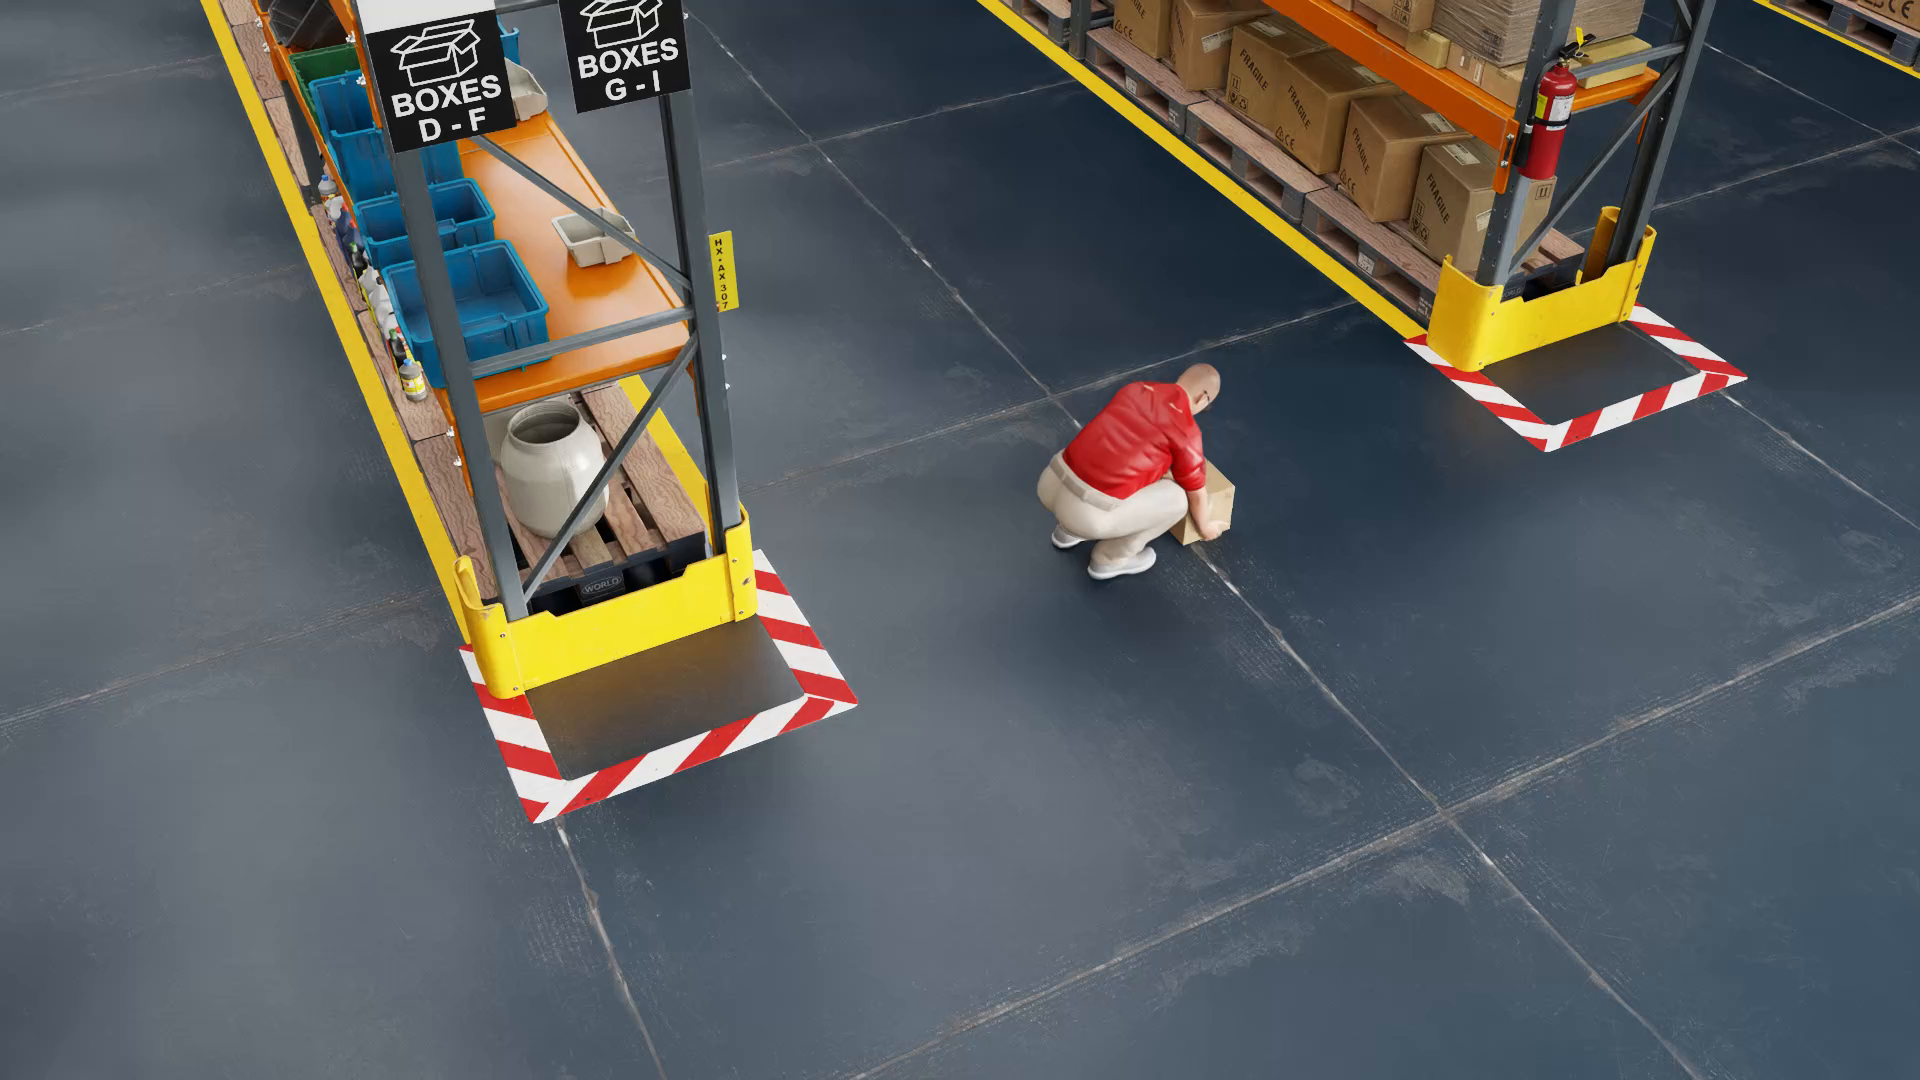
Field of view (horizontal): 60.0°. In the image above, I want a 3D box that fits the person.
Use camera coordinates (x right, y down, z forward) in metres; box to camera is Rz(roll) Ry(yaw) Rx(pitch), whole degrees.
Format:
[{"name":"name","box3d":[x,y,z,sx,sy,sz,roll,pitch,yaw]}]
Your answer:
[{"name":"person","box3d":[0.753,-0.283,7.227,0.872,0.857,0.540,-19,44,-20]}]
